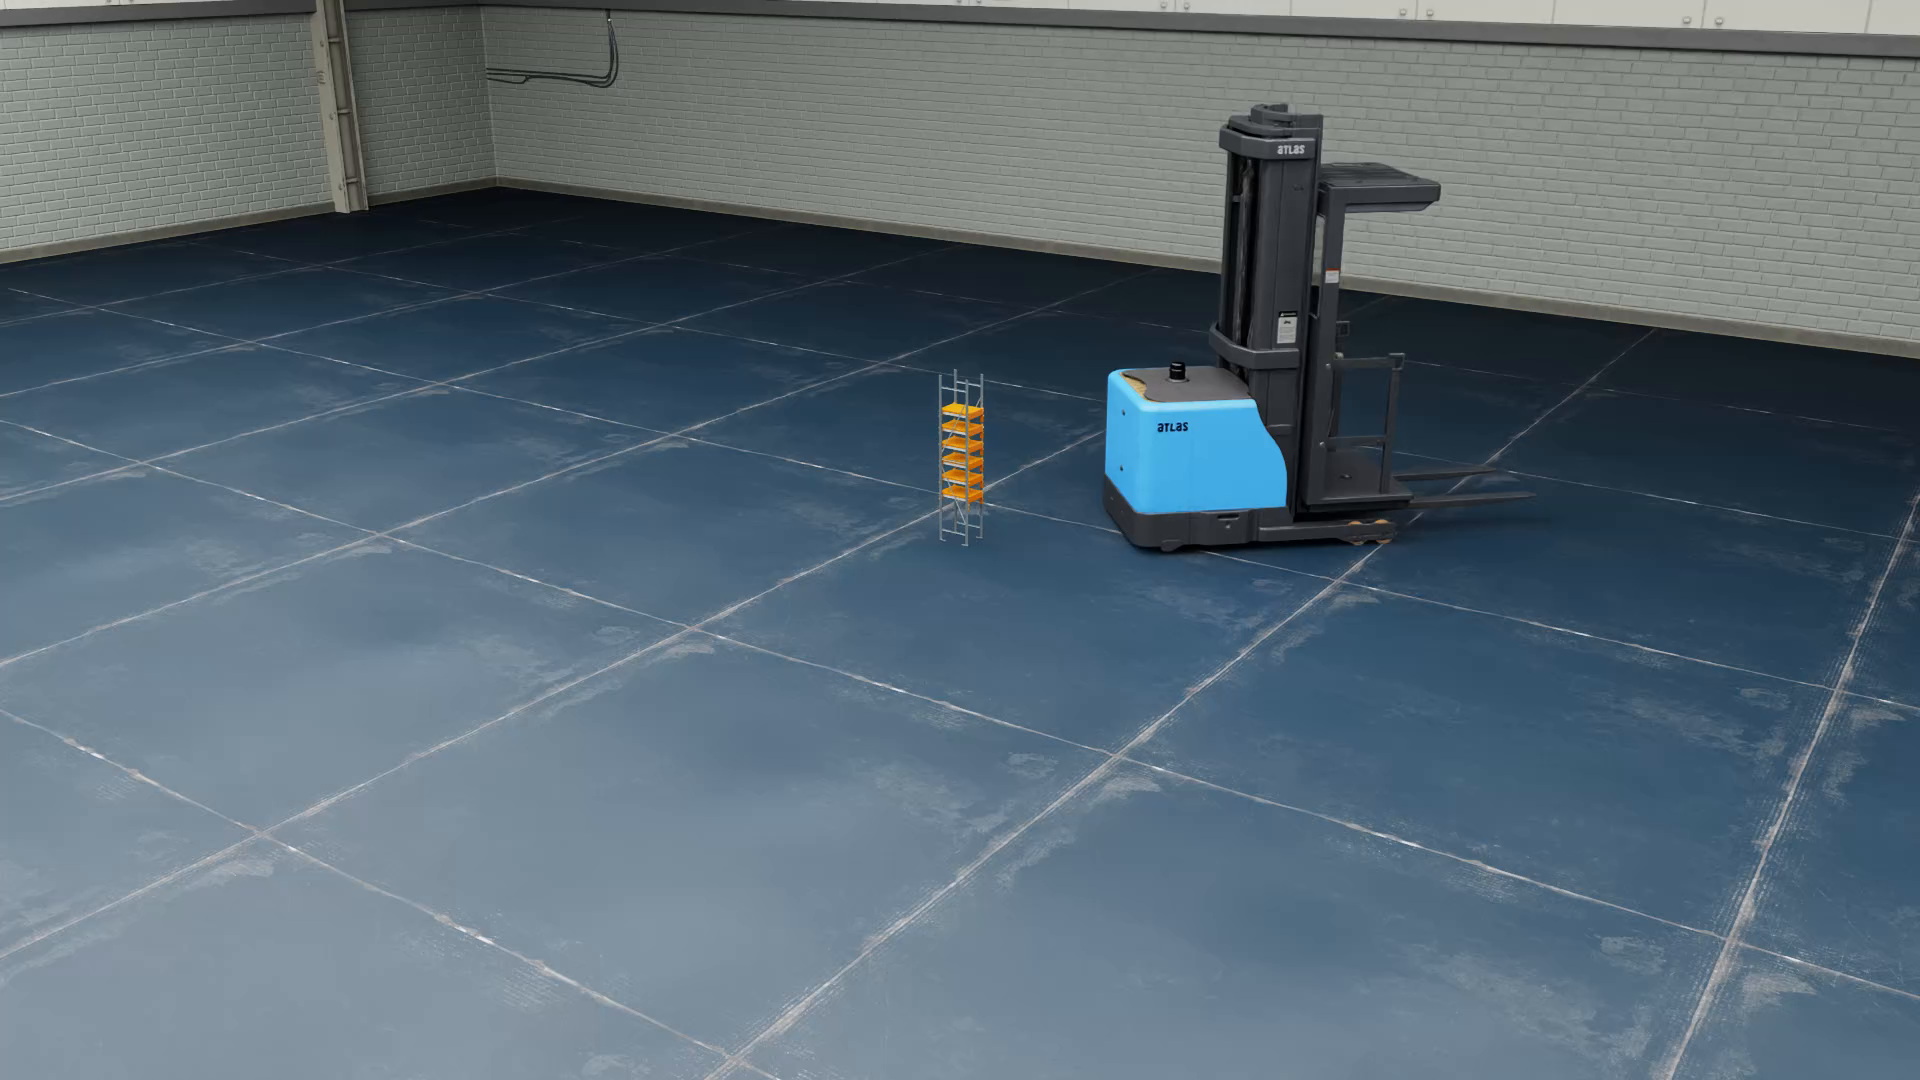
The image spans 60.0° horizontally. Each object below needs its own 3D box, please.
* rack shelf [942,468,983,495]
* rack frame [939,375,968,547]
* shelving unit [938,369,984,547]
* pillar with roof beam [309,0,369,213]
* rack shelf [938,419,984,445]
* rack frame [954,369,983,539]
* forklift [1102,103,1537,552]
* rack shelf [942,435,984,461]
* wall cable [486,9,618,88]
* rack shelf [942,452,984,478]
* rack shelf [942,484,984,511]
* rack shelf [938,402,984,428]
[{"bbox_3d":[0.008,-0.413,11.625,0.258,0.103,0.180,13,24,32],"label":"rack shelf"},{"bbox_3d":[-0.043,-0.541,11.497,0.240,1.200,0.006,13,24,32],"label":"rack frame"},{"bbox_3d":[0.008,-0.567,11.568,0.258,1.200,0.189,13,24,32],"label":"shelving unit"},{"bbox_3d":[-5.713,-8.405,21.517,9.100,9.000,0.400,13,24,32],"label":"pillar with roof beam"},{"bbox_3d":[0.008,-0.750,11.500,0.258,0.103,0.180,13,24,32],"label":"rack shelf"},{"bbox_3d":[0.060,-0.593,11.639,0.240,1.200,0.006,13,24,32],"label":"rack frame"},{"bbox_3d":[2.616,-1.516,11.638,3.031,2.935,1.130,-3,21,-9],"label":"forklift"},{"bbox_3d":[0.008,-0.638,11.542,0.258,0.103,0.180,13,24,32],"label":"rack shelf"},{"bbox_3d":[-6.523,-8.376,25.913,3.097,2.526,0.112,13,24,32],"label":"wall cable"},{"bbox_3d":[0.008,-0.525,11.583,0.258,0.103,0.180,13,24,32],"label":"rack shelf"},{"bbox_3d":[0.008,-0.300,11.667,0.258,0.103,0.180,13,24,32],"label":"rack shelf"},{"bbox_3d":[0.008,-0.863,11.459,0.258,0.103,0.180,13,24,32],"label":"rack shelf"}]
